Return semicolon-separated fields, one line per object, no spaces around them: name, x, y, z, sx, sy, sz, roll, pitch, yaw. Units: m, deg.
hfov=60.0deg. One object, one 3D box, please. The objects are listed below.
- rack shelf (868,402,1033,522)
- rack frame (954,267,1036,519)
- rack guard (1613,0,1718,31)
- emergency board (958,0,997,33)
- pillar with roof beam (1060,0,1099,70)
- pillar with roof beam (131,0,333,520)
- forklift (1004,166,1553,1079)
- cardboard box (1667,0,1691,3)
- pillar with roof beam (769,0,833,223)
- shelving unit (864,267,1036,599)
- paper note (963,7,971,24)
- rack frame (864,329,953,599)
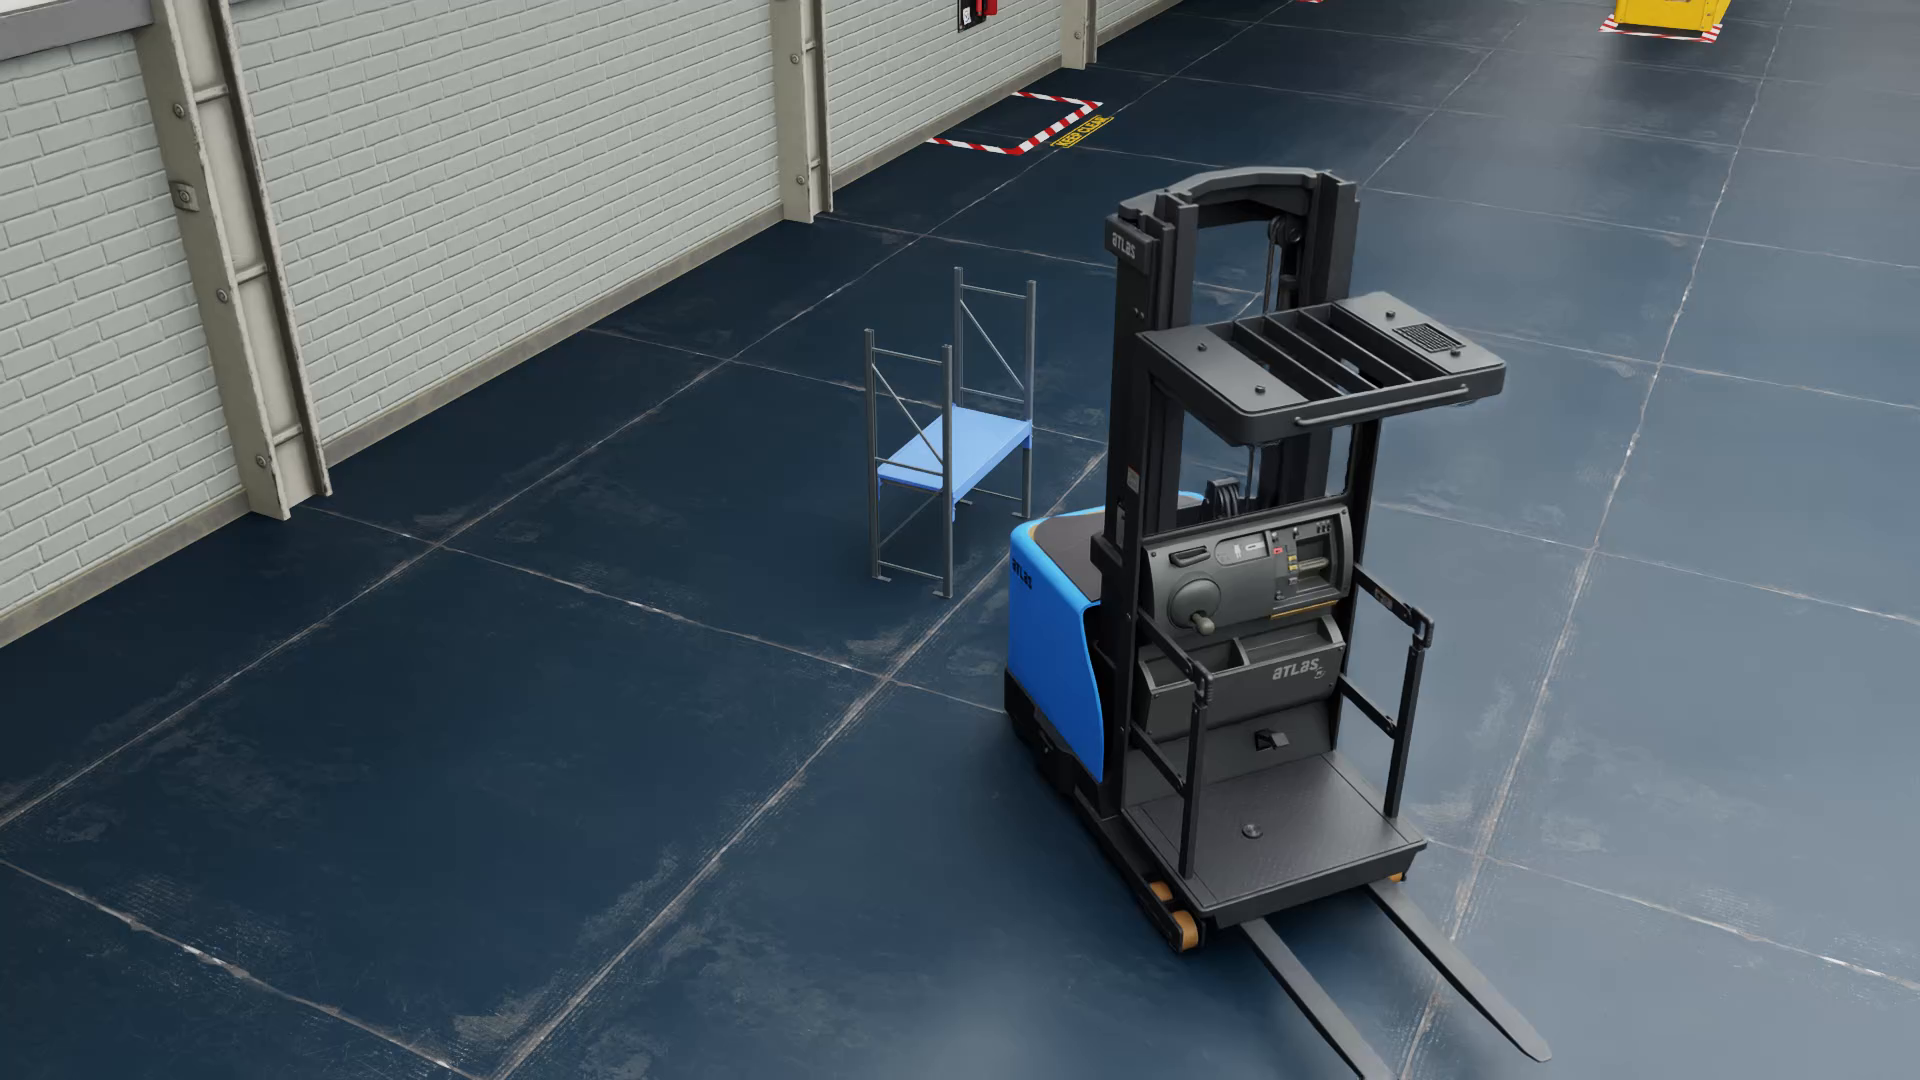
rack shelf;-0.039;-0.457;9.400;0.538;0.185;1.000;14;33;23
rack frame;0.193;-0.838;9.703;0.500;1.500;0.032;14;33;23
rack guard;8.959;-6.796;21.082;1.175;0.500;0.348;14;33;23
emergency board;0.215;-5.772;16.789;0.194;1.169;0.643;14;33;23
pillar with roof beam;5.207;-8.484;15.487;9.100;9.000;0.400;14;33;23
pillar with roof beam;-0.260;-3.164;6.224;9.100;9.000;0.400;14;33;23
forklift;1.256;0.170;6.510;1.130;2.935;3.031;-12;32;-20
cardboard box;9.413;-7.067;21.384;0.500;0.250;0.500;14;33;23
pillar with roof beam;2.473;-5.824;10.856;9.100;9.000;0.400;14;33;23
shelving unit;-0.039;-0.613;9.311;0.538;1.500;1.048;14;33;23
paper note;0.072;-5.327;16.899;0.016;0.148;0.142;14;33;23
rack frame;-0.270;-0.387;8.918;0.500;1.500;0.032;14;33;23
